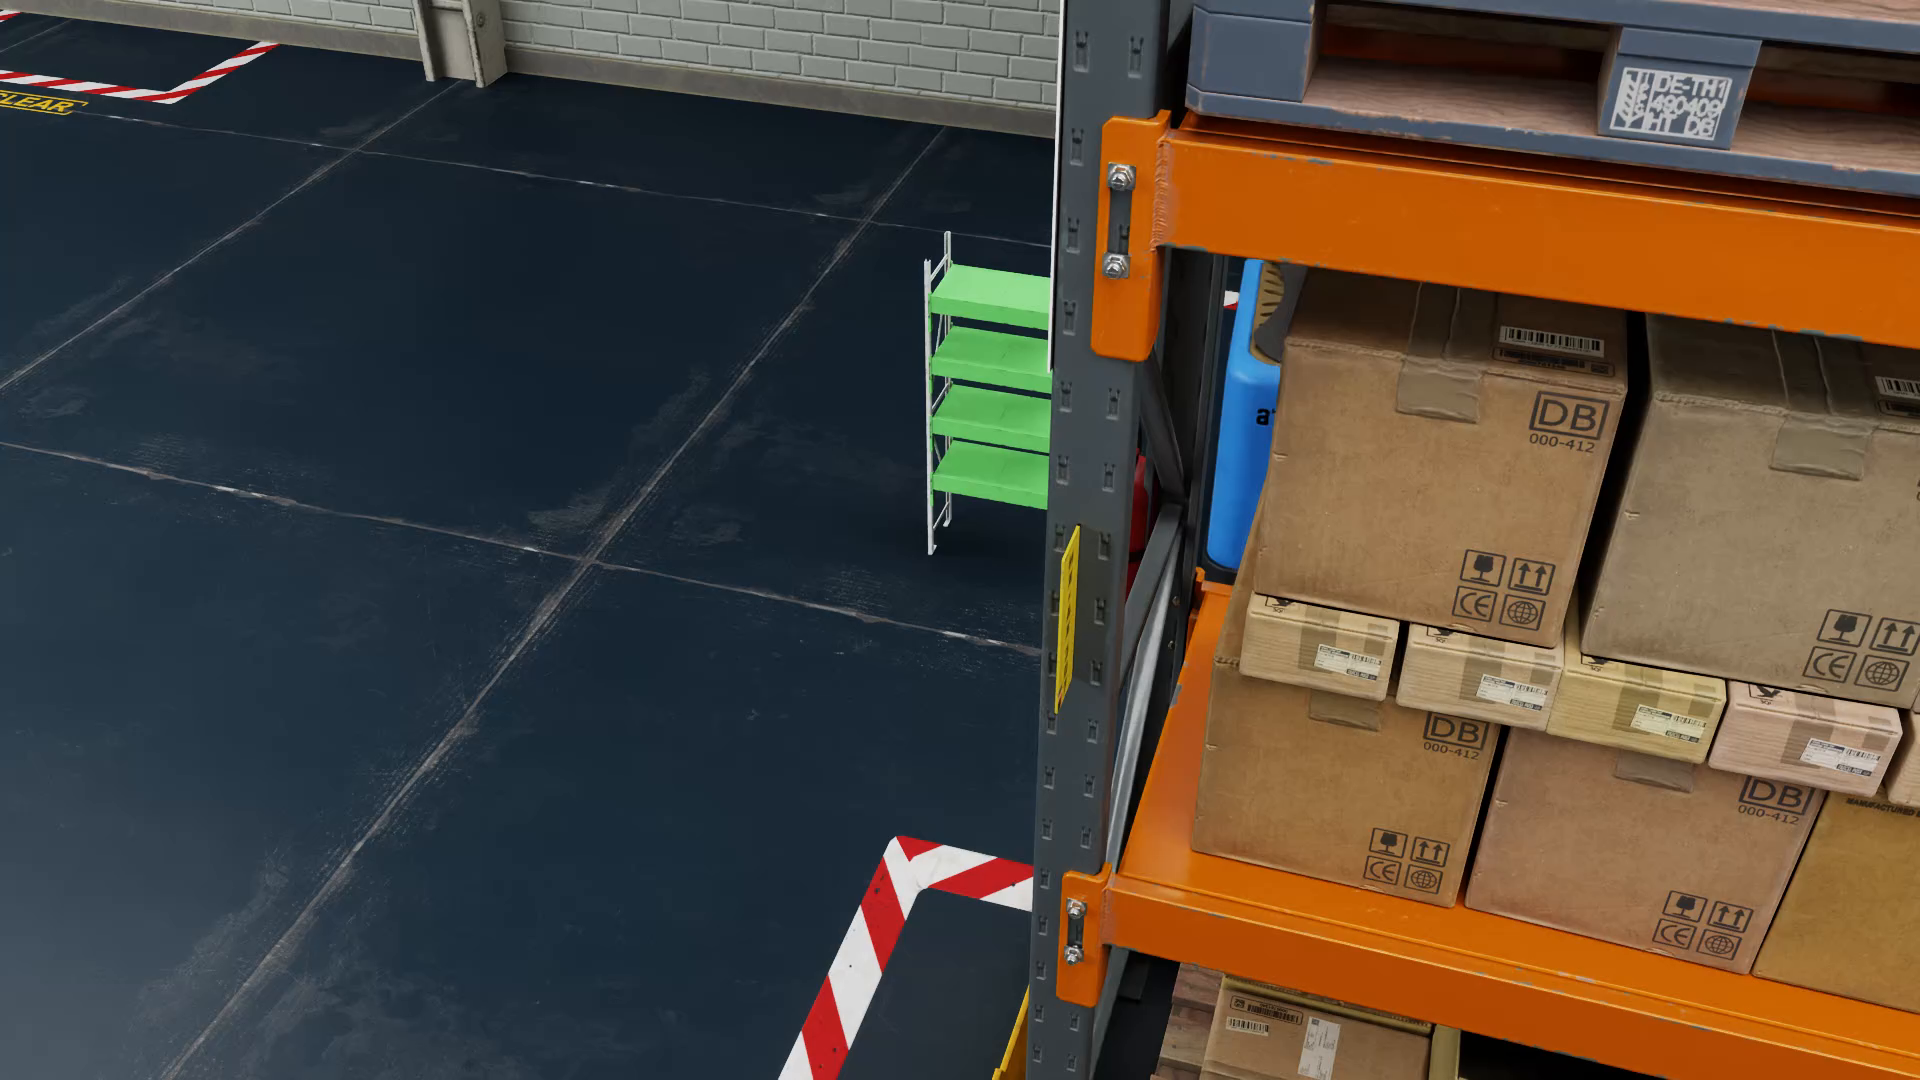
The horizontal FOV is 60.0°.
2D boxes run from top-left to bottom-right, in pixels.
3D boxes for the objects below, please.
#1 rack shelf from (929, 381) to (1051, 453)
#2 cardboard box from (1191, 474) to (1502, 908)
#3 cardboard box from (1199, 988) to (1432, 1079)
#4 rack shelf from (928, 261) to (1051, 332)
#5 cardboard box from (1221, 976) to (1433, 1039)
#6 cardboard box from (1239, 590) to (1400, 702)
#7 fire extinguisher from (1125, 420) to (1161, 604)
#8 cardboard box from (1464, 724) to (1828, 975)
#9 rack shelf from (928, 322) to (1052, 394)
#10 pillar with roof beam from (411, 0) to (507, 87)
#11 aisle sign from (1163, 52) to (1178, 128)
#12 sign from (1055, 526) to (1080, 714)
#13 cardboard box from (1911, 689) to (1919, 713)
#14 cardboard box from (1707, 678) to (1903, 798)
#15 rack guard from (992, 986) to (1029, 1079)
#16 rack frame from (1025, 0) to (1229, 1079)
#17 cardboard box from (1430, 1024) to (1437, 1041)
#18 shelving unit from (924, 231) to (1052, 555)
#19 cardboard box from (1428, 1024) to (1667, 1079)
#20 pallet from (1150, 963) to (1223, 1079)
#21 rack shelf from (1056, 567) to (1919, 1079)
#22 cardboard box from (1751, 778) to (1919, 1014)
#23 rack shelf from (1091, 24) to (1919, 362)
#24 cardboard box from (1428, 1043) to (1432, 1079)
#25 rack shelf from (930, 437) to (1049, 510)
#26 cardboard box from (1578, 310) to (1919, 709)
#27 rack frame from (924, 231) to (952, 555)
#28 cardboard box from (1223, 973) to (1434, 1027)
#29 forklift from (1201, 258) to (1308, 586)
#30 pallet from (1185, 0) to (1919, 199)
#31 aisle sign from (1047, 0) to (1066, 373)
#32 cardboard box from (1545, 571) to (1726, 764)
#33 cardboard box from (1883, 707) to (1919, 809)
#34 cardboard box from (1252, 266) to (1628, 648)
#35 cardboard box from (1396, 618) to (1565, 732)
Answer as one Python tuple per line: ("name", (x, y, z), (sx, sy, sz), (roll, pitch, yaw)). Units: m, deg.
("rack shelf", (0.158, -0.403, 5.892), (0.480, 0.148, 0.258), (10, 38, 14))
("cardboard box", (0.789, 0.252, 3.293), (0.500, 0.500, 0.700), (11, 38, 14))
("cardboard box", (0.793, 1.361, 3.836), (0.500, 0.250, 0.500), (10, 38, 14))
("rack shelf", (0.158, -0.789, 5.608), (0.480, 0.148, 0.258), (10, 38, 14))
("cardboard box", (0.948, 1.068, 4.234), (0.500, 0.250, 0.500), (10, 38, 14))
("cardboard box", (0.658, 0.092, 2.963), (0.250, 0.149, 0.380), (10, 38, 14))
("fire extinguisher", (0.373, -0.050, 3.853), (0.183, 0.674, 0.296), (10, 38, 14))
("cardboard box", (1.292, 0.342, 3.171), (0.500, 0.500, 0.700), (11, 38, 15))
("rack shelf", (0.158, -0.596, 5.750), (0.480, 0.148, 0.258), (10, 38, 14))
("pillar with roof beam", (-4.263, -4.008, 4.104), (0.400, 9.000, 9.100), (10, 38, 14))
("aisle sign", (0.372, -1.023, 2.916), (0.004, 0.787, 0.394), (10, 38, 14))
("sign", (0.176, 0.135, 2.739), (0.005, 0.325, 0.100), (10, 38, 14))
("cardboard box", (1.825, -0.083, 2.653), (0.500, 0.500, 0.700), (11, 38, 14))
("cardboard box", (1.389, 0.228, 2.778), (0.250, 0.149, 0.380), (10, 38, 13))
("rack guard", (0.325, 1.205, 4.191), (0.348, 0.500, 1.175), (10, 38, 14))
("rack frame", (0.348, 0.202, 3.445), (0.127, 3.000, 1.000), (10, 38, 14))
("cardboard box", (1.428, 1.150, 4.123), (0.500, 0.250, 0.500), (10, 38, 14))
("shelving unit", (0.158, -0.454, 5.855), (0.503, 1.200, 0.258), (10, 38, 14))
("cardboard box", (1.271, 1.146, 3.495), (0.500, 0.500, 0.500), (10, 38, 14))
("pallet", (1.090, 1.437, 4.120), (1.213, 0.211, 1.003), (10, 38, 14))
("rack shelf", (2.257, 0.845, 3.178), (4.000, 0.370, 1.077), (10, 38, 14))
("cardboard box", (1.764, 0.433, 3.047), (0.500, 0.500, 0.700), (11, 38, 14))
("rack shelf", (2.257, -0.363, 2.289), (4.000, 0.370, 1.077), (10, 38, 14))
("cardboard box", (1.272, 1.447, 3.718), (0.500, 0.250, 0.500), (10, 38, 14))
("rack shelf", (0.158, -0.209, 6.035), (0.480, 0.148, 0.258), (10, 38, 14))
("cardboard box", (1.344, -0.172, 2.774), (0.500, 0.500, 0.700), (10, 37, 13))
("rack frame", (-0.075, -0.497, 5.913), (0.015, 1.200, 0.240), (10, 38, 14))
("cardboard box", (0.948, 0.765, 4.013), (0.500, 0.500, 0.500), (10, 38, 14))
("forklift", (2.400, -0.951, 5.069), (3.031, 2.935, 1.130), (7, 37, 10))
("pallet", (1.015, -0.831, 2.392), (1.213, 0.211, 1.003), (10, 38, 14))
("aisle sign", (0.194, -0.683, 2.454), (0.004, 0.787, 0.394), (10, 38, 14))
("cardboard box", (1.148, 0.182, 2.841), (0.250, 0.149, 0.380), (11, 38, 14))
("cardboard box", (1.644, 0.273, 2.716), (0.250, 0.149, 0.380), (9, 37, 12))
("cardboard box", (0.840, -0.261, 2.896), (0.500, 0.500, 0.700), (11, 38, 14))
("cardboard box", (0.911, 0.137, 2.902), (0.250, 0.149, 0.380), (10, 37, 13))
